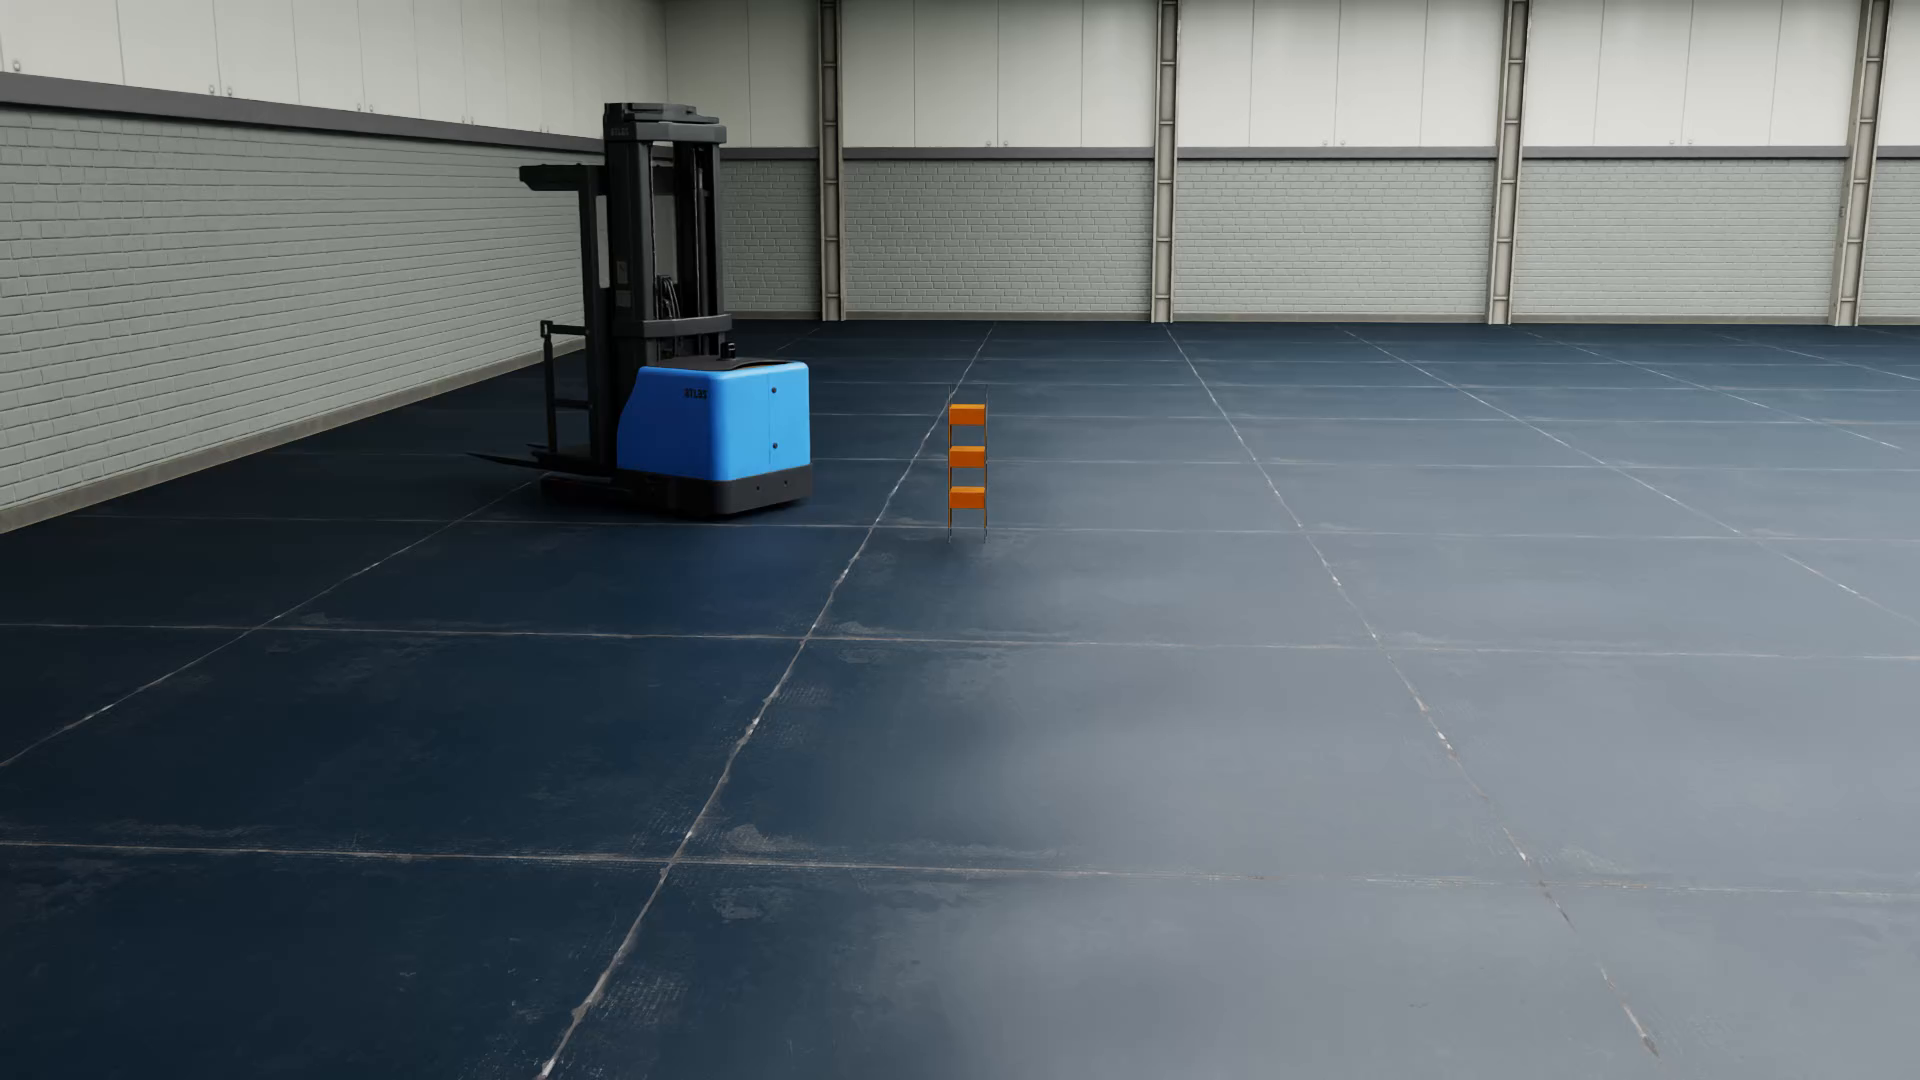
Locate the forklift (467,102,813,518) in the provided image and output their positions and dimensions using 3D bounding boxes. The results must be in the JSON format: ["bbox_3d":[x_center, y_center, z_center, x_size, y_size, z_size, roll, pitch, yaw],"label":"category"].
[{"bbox_3d":[-2.605,-1.802,12.725,3.031,2.935,1.130,8,14,35],"label":"forklift"}]

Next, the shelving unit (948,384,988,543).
[{"bbox_3d":[0.053,-0.513,11.157,0.252,1.050,0.215,1,12,4],"label":"shelving unit"}]

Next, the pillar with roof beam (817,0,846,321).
[{"bbox_3d":[-2.608,-7.579,25.522,0.400,9.000,9.100,1,12,4],"label":"pillar with roof beam"}]

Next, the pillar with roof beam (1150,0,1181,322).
[{"bbox_3d":[3.378,-7.497,25.129,0.400,9.000,9.100,1,12,4],"label":"pillar with roof beam"}]

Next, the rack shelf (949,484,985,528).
[{"bbox_3d":[0.053,-0.231,11.216,0.240,0.259,0.215,1,12,4],"label":"rack shelf"}]

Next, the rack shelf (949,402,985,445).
[{"bbox_3d":[0.053,-0.781,11.101,0.240,0.259,0.215,1,12,4],"label":"rack shelf"}]

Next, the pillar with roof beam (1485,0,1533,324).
[{"bbox_3d":[9.365,-7.415,24.737,0.400,9.000,9.100,1,12,4],"label":"pillar with roof beam"}]

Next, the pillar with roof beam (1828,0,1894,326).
[{"bbox_3d":[15.351,-7.333,24.344,0.400,9.000,9.100,1,12,4],"label":"pillar with roof beam"}]

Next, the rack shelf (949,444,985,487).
[{"bbox_3d":[0.053,-0.503,11.159,0.240,0.259,0.215,1,12,4],"label":"rack shelf"}]

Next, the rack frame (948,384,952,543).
[{"bbox_3d":[-0.068,-0.515,11.165,0.008,1.050,0.200,1,12,4],"label":"rack frame"}]

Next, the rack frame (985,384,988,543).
[{"bbox_3d":[0.175,-0.511,11.149,0.008,1.050,0.200,1,12,4],"label":"rack frame"}]
